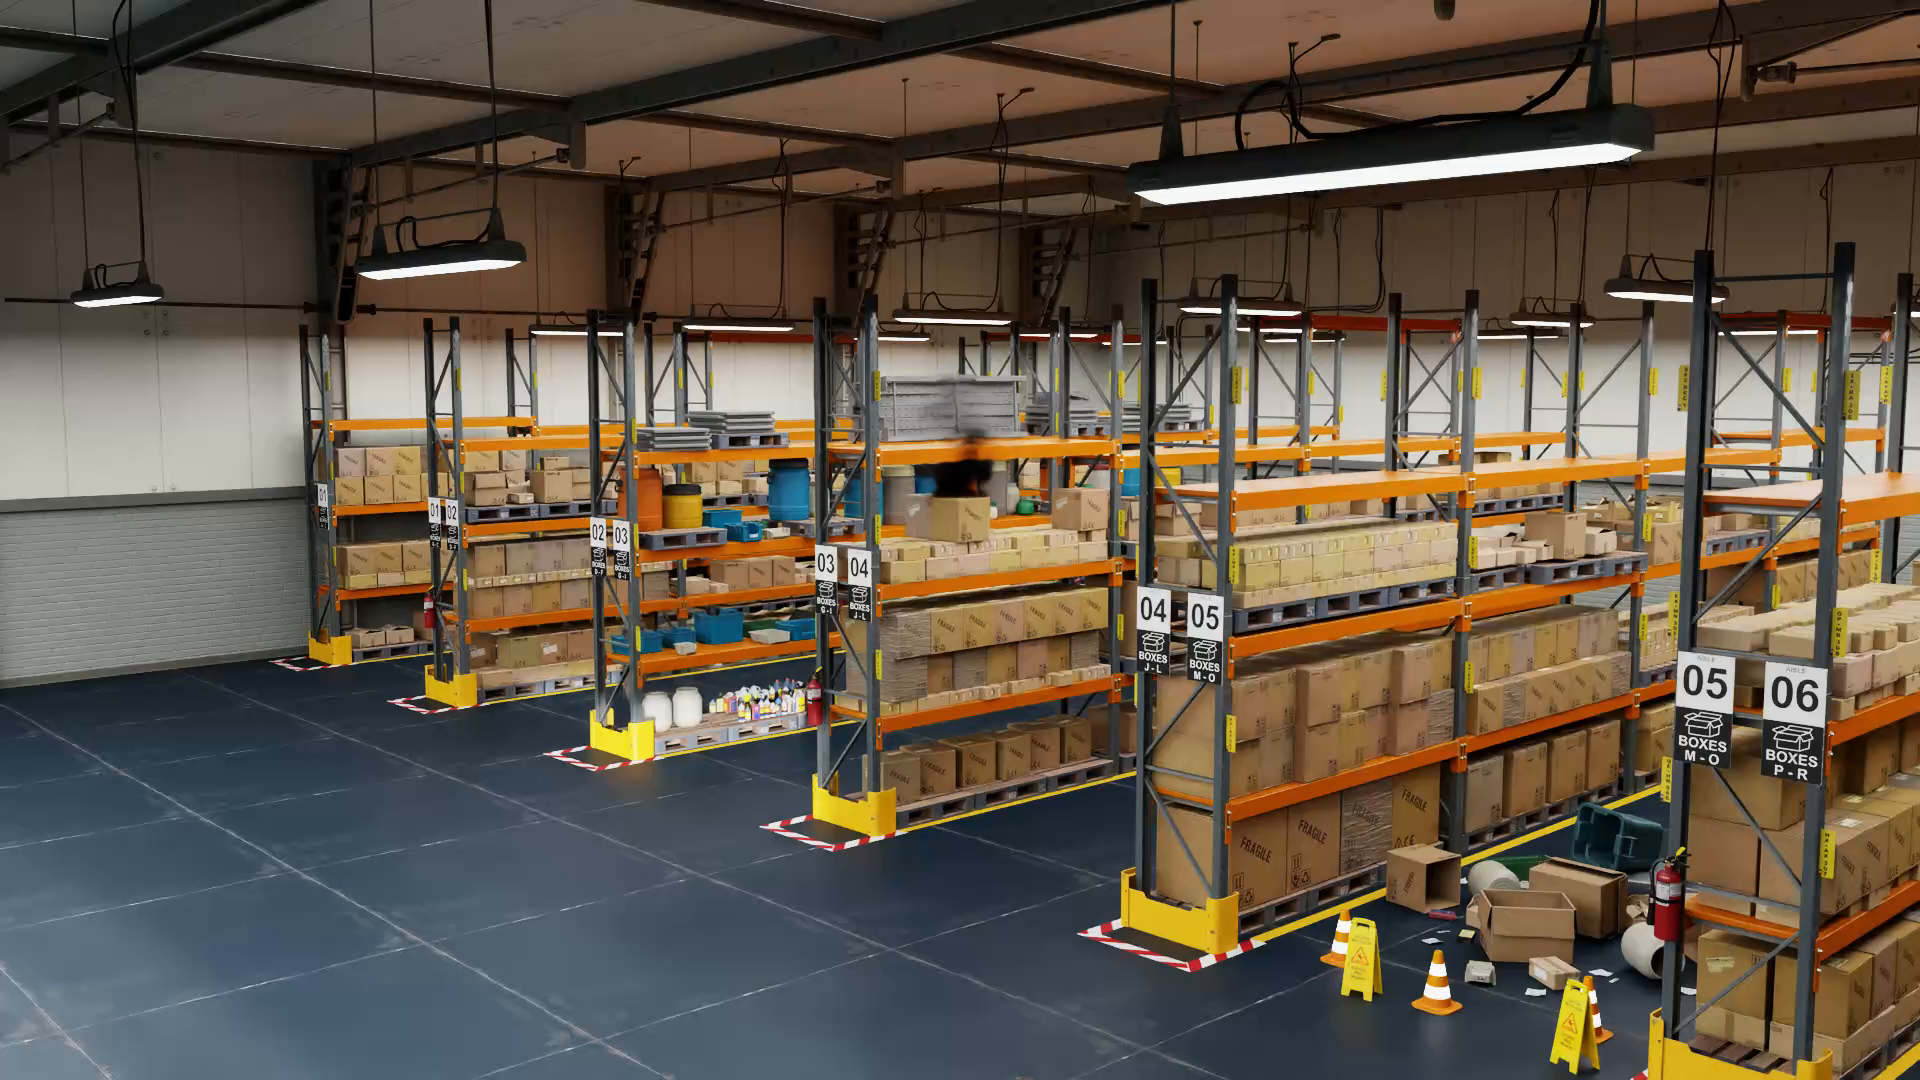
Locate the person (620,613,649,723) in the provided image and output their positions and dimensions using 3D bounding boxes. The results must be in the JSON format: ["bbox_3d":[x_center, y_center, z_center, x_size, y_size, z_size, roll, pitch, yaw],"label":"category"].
[{"bbox_3d":[-4.799,1.869,24.318,0.673,1.681,0.569,5,7,38],"label":"person"}]

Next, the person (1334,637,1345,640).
[{"bbox_3d":[5.003,2.094,21.986,0.608,1.665,0.880,4,7,37],"label":"person"}]
